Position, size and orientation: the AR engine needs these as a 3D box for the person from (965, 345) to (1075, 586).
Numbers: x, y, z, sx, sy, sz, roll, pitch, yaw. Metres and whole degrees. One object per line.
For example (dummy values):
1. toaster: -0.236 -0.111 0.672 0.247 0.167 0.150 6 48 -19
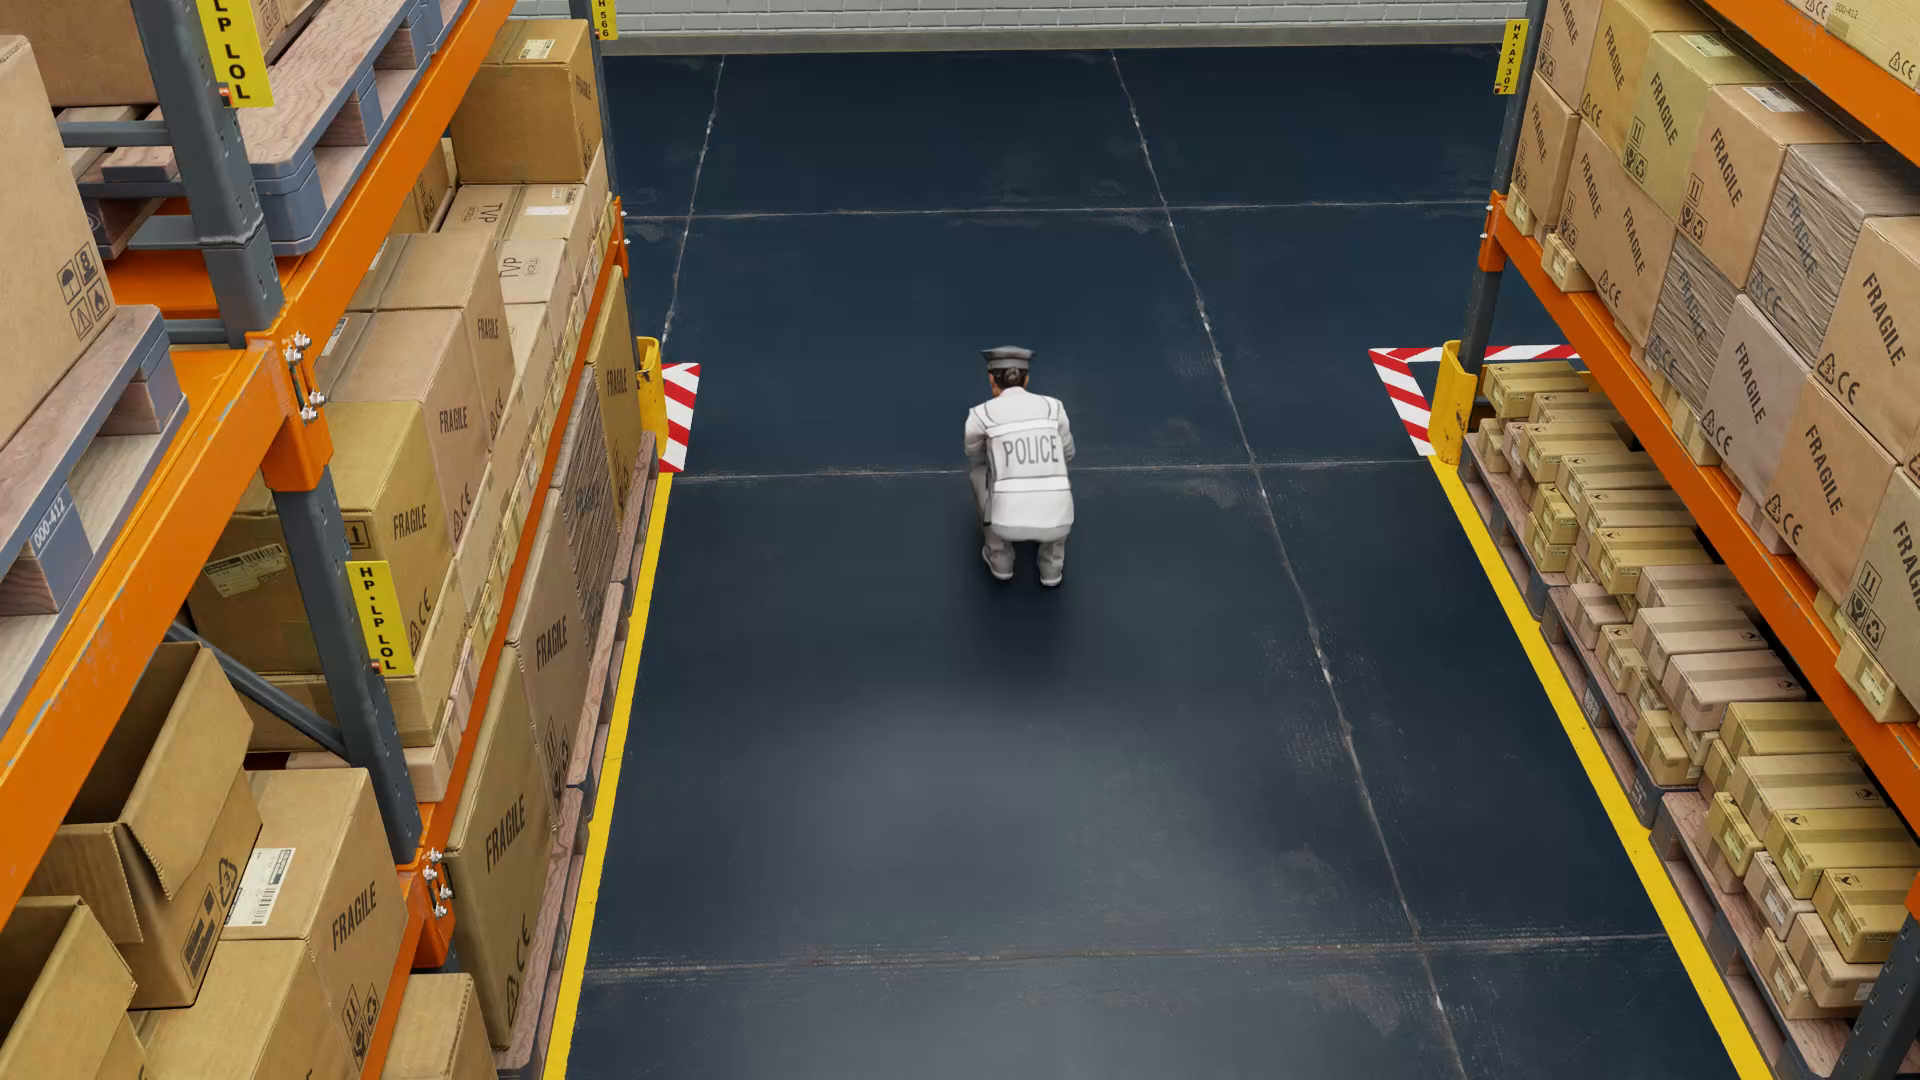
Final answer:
1. person: 0.271 -0.332 7.229 0.495 0.963 0.826 -2 35 -2
